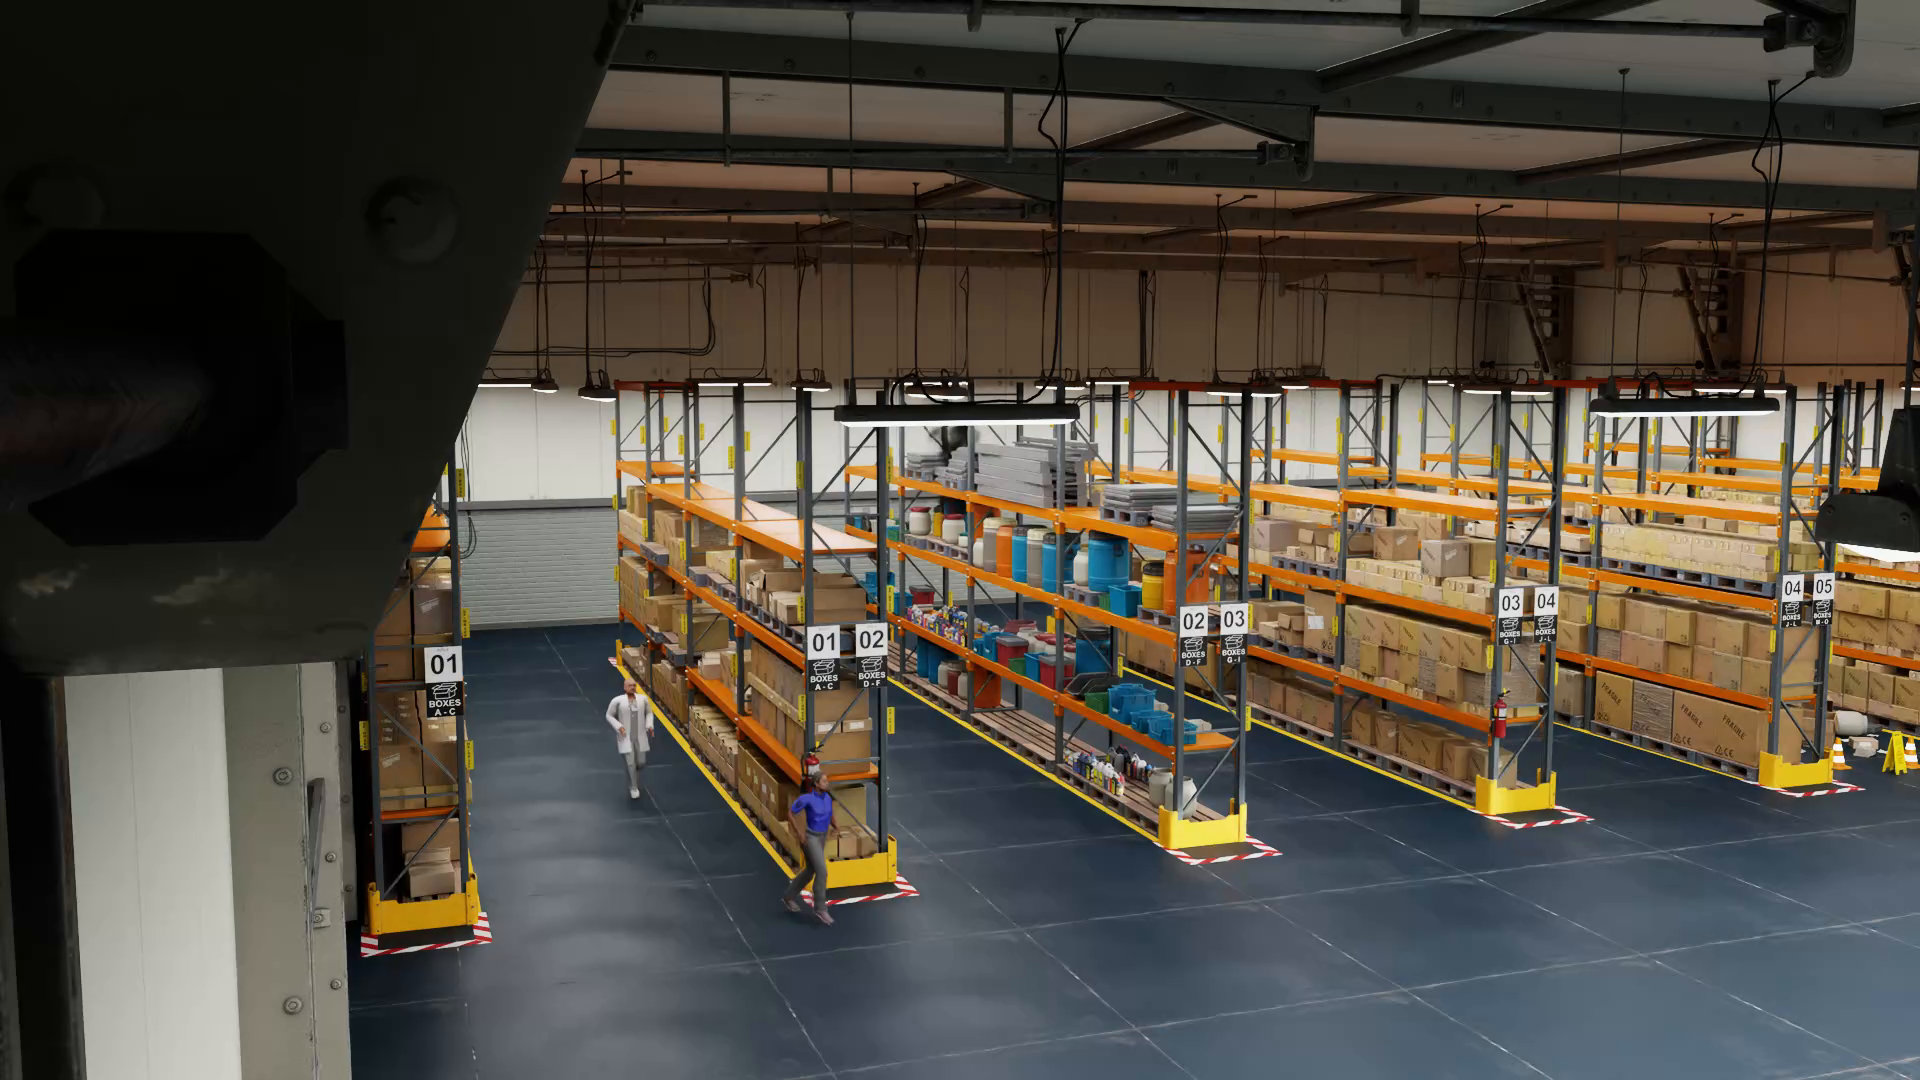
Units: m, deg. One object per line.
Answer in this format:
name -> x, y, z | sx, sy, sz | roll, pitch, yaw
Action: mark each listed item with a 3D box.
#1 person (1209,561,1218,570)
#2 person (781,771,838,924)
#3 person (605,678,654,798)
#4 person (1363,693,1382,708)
person -> 6.041, 1.188, 40.852 | 0.609, 1.677, 0.805 | -5, 8, -41
person -> -1.678, 3.506, 19.155 | 0.756, 1.689, 0.568 | 3, 7, 25
person -> -4.856, 2.890, 24.509 | 0.712, 1.739, 0.652 | -3, 7, -24
person -> 7.652, 2.256, 30.318 | 0.731, 1.715, 0.784 | -2, 6, -20
